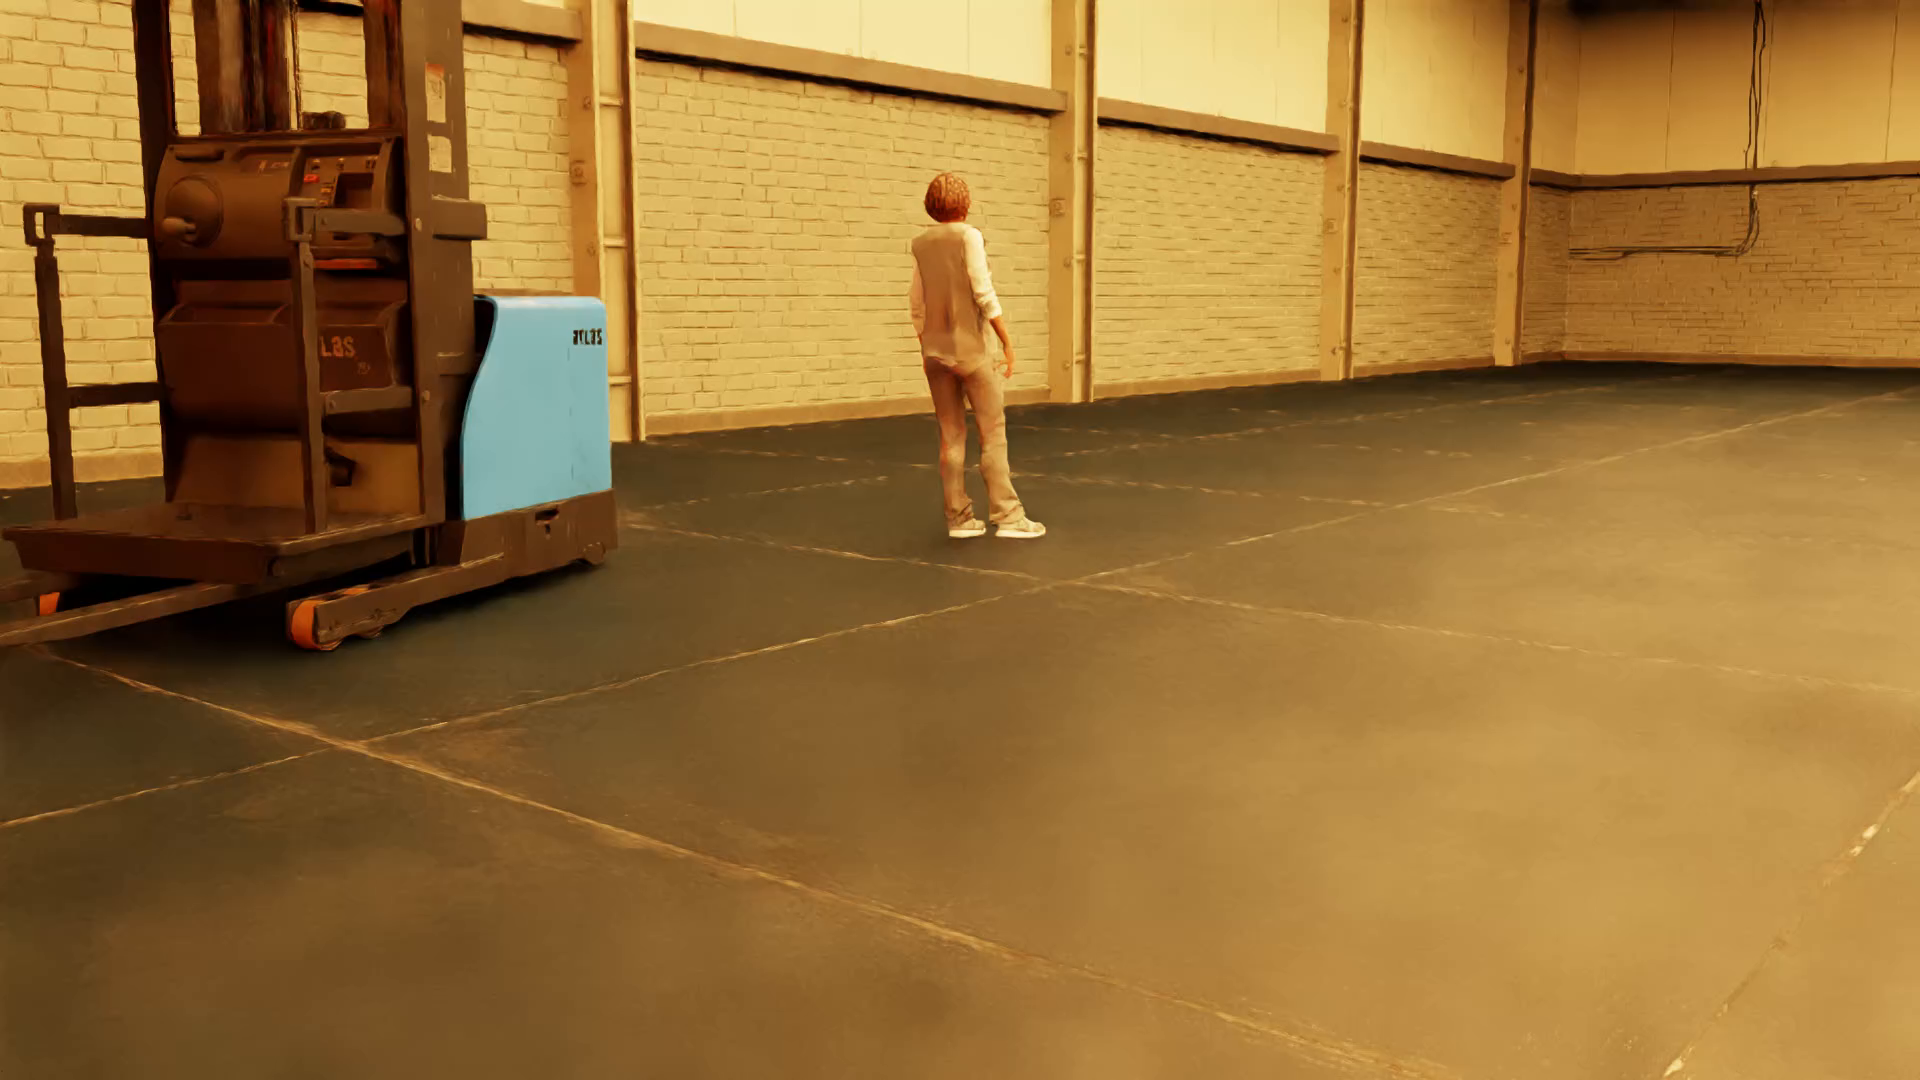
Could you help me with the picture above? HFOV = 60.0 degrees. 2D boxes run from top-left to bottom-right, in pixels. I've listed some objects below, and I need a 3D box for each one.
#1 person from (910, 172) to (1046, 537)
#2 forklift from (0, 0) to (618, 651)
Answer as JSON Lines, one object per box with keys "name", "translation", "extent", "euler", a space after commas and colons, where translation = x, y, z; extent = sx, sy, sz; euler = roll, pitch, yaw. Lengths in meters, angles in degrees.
{"name": "person", "translation": [0.057, -0.804, 7.337], "extent": [0.521, 1.597, 0.474], "euler": [7, 11, 38]}
{"name": "forklift", "translation": [-2.340, -1.175, 5.310], "extent": [1.130, 2.935, 3.031], "euler": [3, 9, 19]}
